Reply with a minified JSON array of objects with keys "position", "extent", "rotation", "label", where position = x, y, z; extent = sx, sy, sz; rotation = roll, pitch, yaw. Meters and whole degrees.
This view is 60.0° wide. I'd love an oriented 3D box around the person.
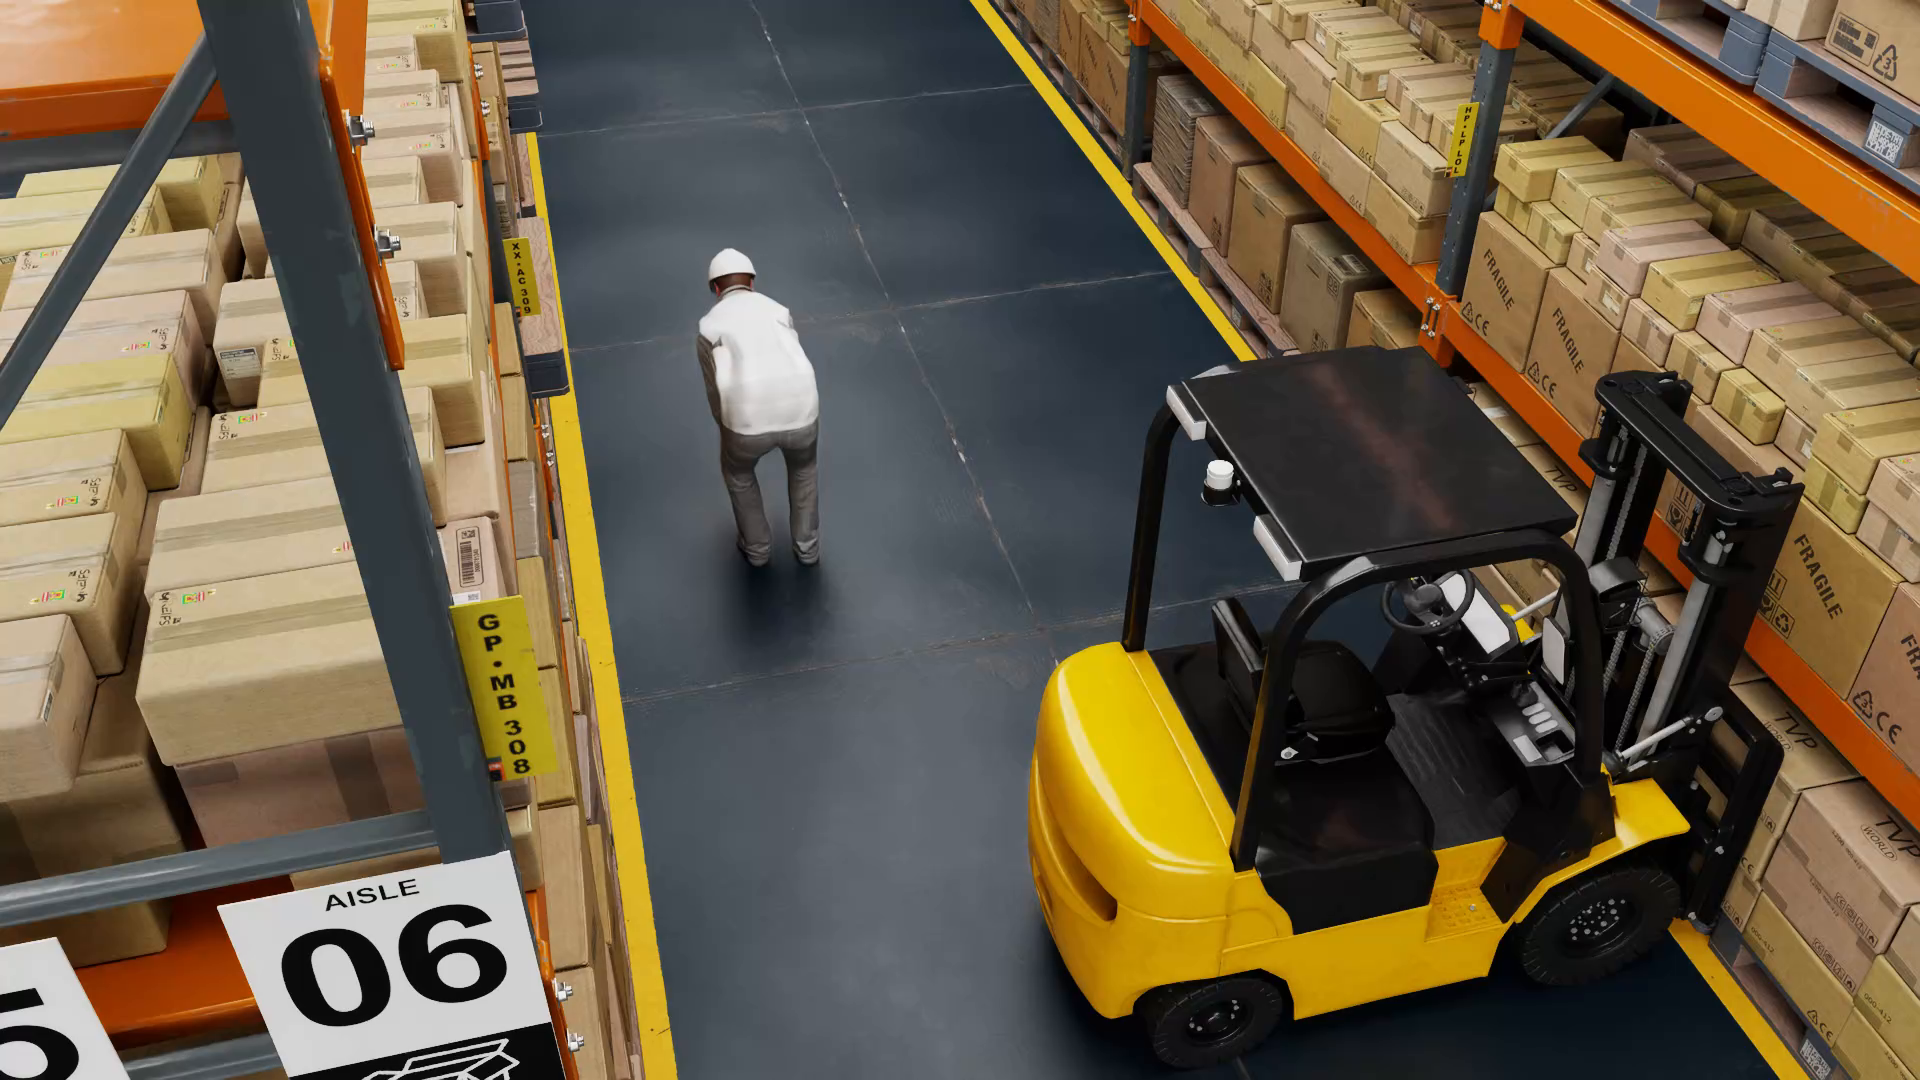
[{"position":[-0.948,-0.589,7.794],"extent":[0.475,1.352,0.936],"rotation":[-11,39,-14],"label":"person"}]
